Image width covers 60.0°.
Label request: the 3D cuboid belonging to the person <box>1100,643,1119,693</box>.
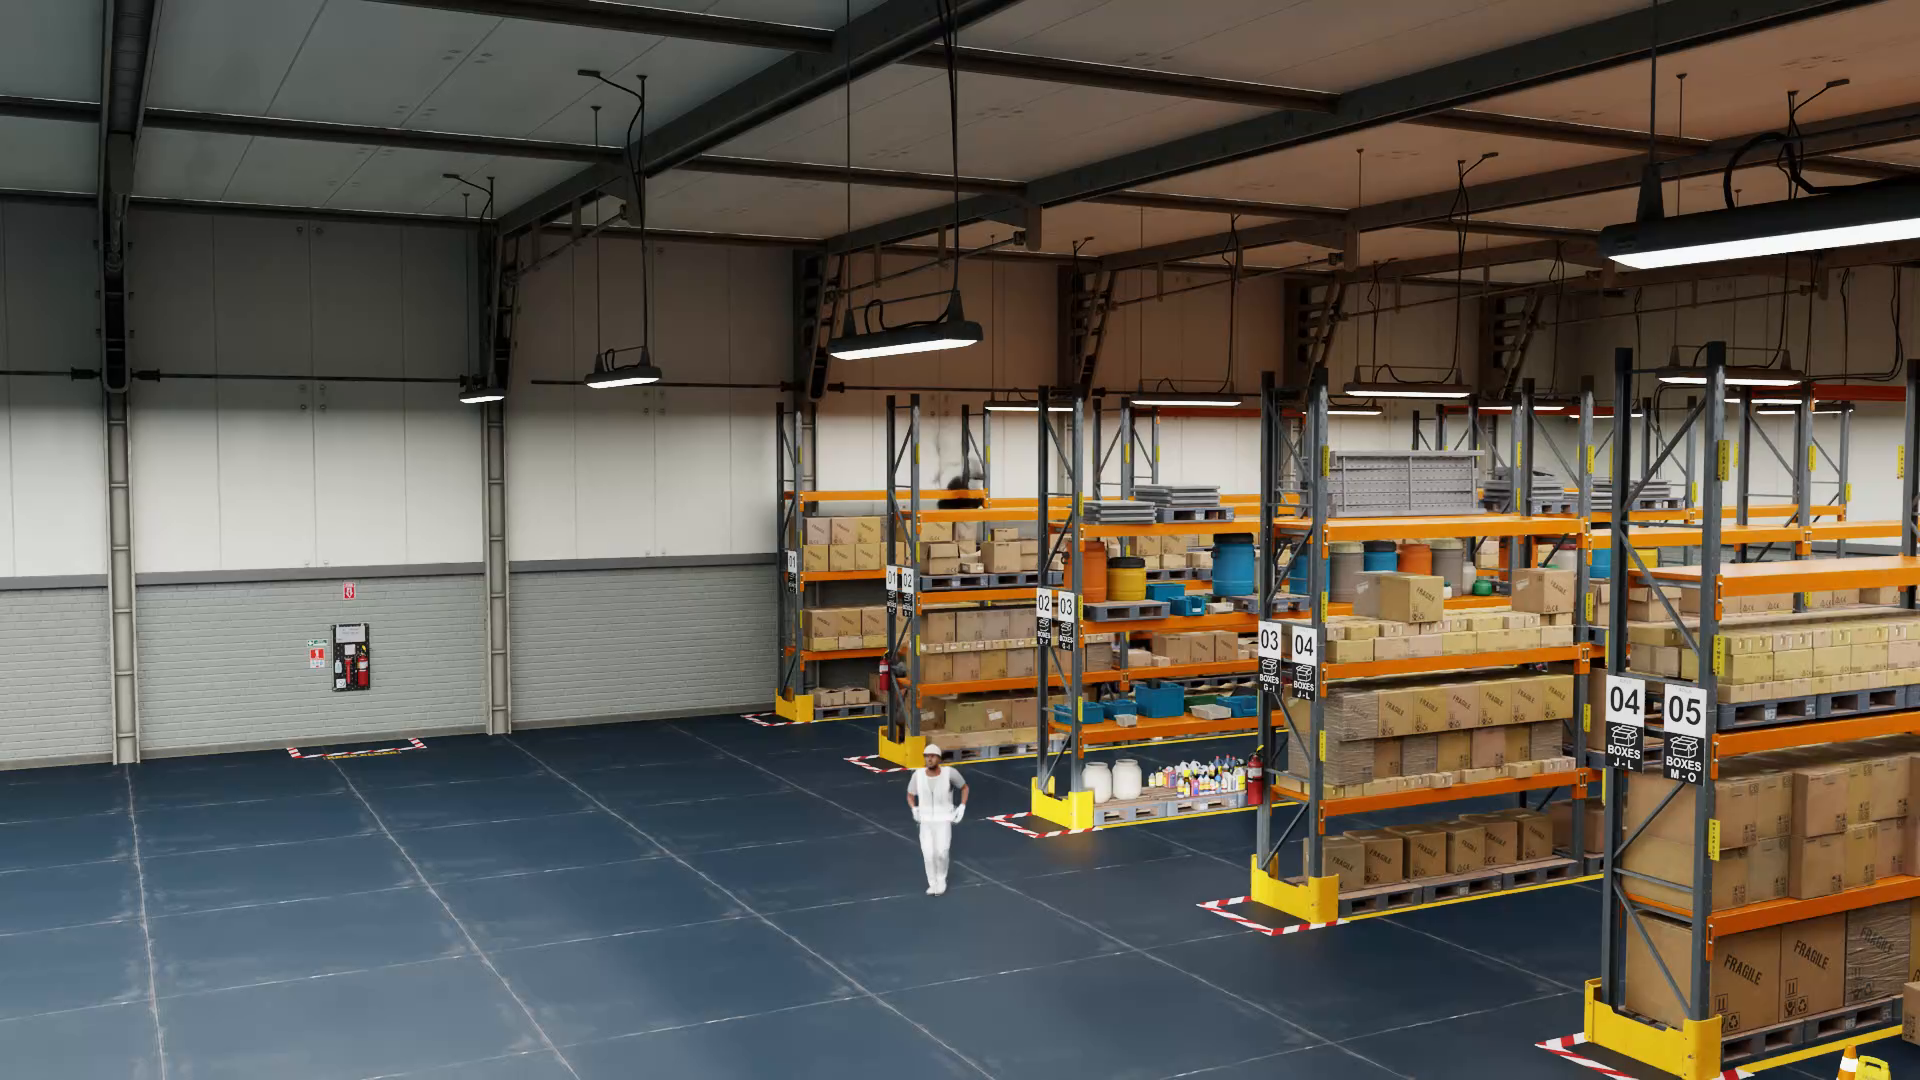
[{"bbox_3d":[2.776,2.526,31.785,0.915,1.643,0.603,-2,4,-36],"label":"person"}]

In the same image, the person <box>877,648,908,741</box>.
[{"bbox_3d":[-1.136,2.690,28.934,0.586,1.682,0.693,-2,4,-30],"label":"person"}]

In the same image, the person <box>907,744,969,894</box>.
[{"bbox_3d":[-0.284,3.211,19.009,0.695,1.736,0.590,1,3,10],"label":"person"}]
